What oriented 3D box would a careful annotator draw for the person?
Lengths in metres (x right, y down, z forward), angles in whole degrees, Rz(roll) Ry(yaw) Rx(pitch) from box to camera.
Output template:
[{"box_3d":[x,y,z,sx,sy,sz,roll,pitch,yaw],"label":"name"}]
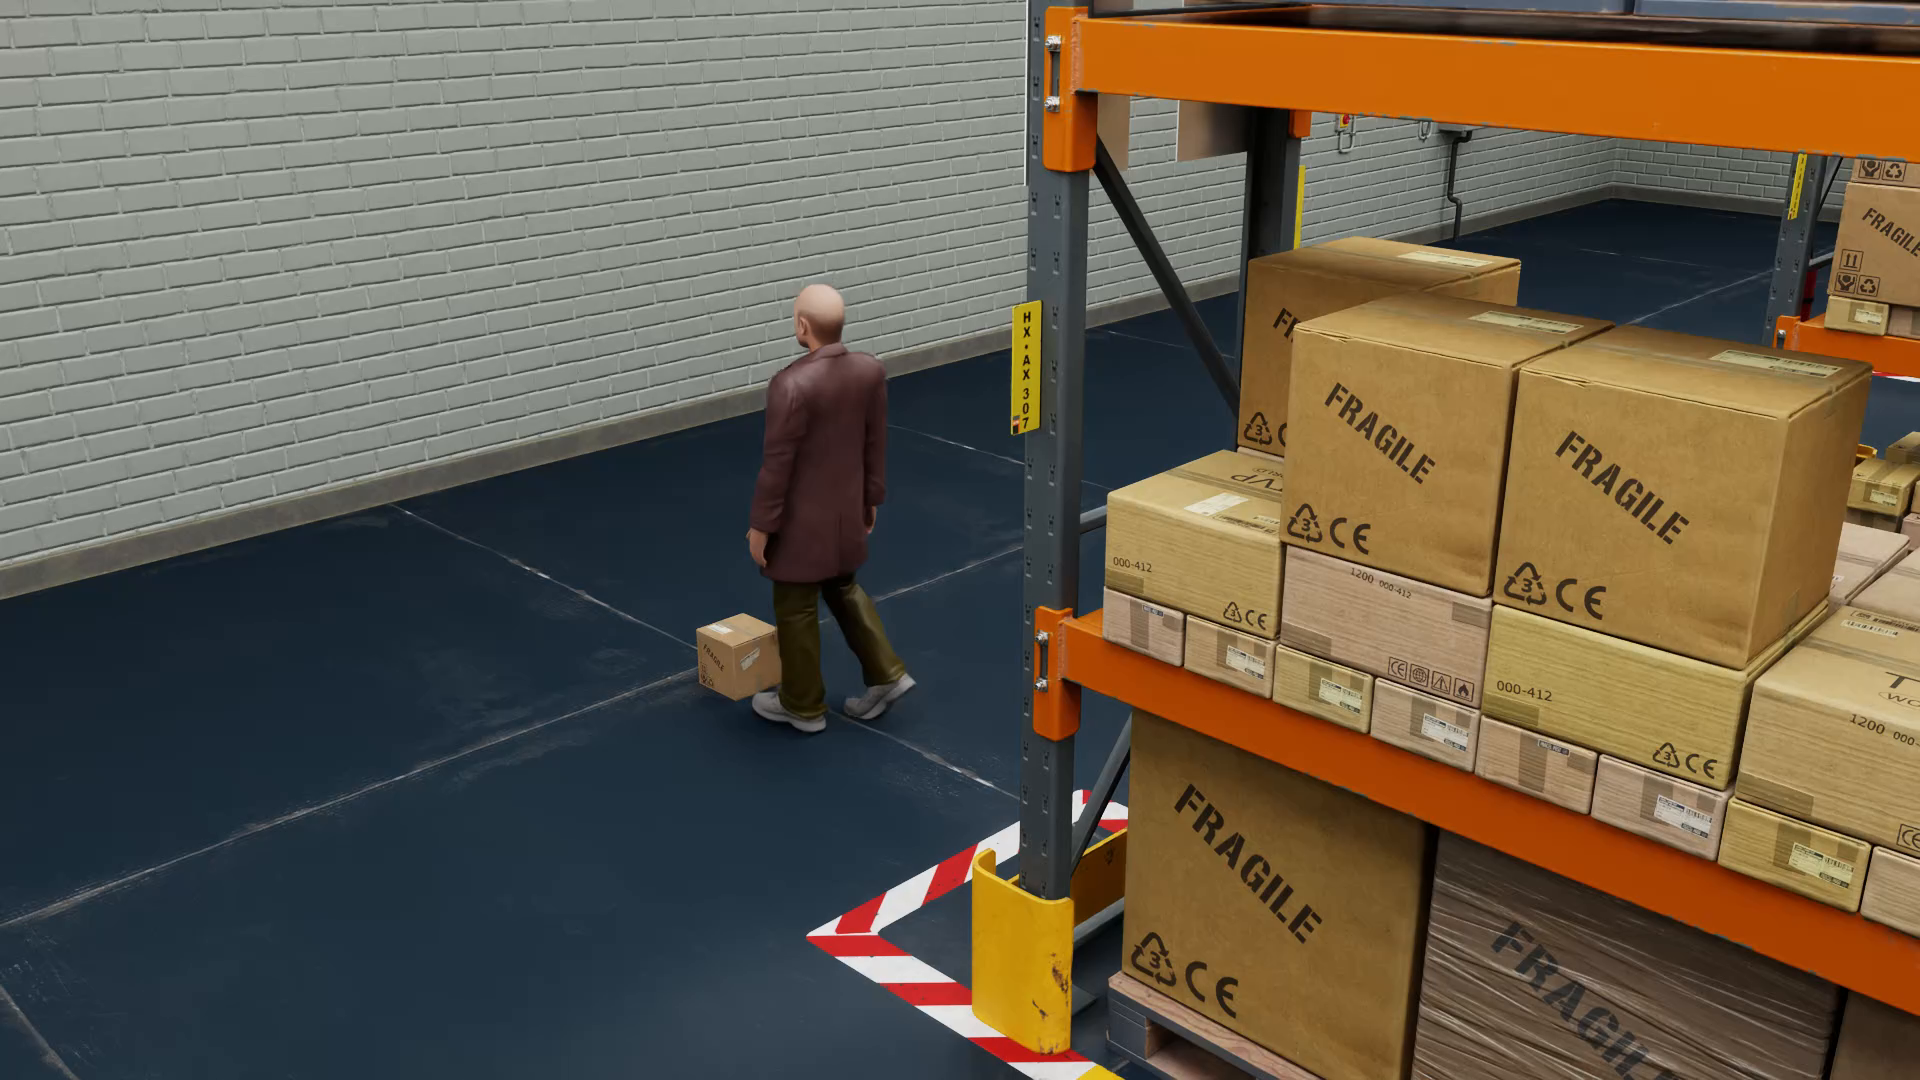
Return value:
[{"box_3d":[-0.563,-0.091,6.370,0.580,1.806,0.625,19,27,41],"label":"person"}]
